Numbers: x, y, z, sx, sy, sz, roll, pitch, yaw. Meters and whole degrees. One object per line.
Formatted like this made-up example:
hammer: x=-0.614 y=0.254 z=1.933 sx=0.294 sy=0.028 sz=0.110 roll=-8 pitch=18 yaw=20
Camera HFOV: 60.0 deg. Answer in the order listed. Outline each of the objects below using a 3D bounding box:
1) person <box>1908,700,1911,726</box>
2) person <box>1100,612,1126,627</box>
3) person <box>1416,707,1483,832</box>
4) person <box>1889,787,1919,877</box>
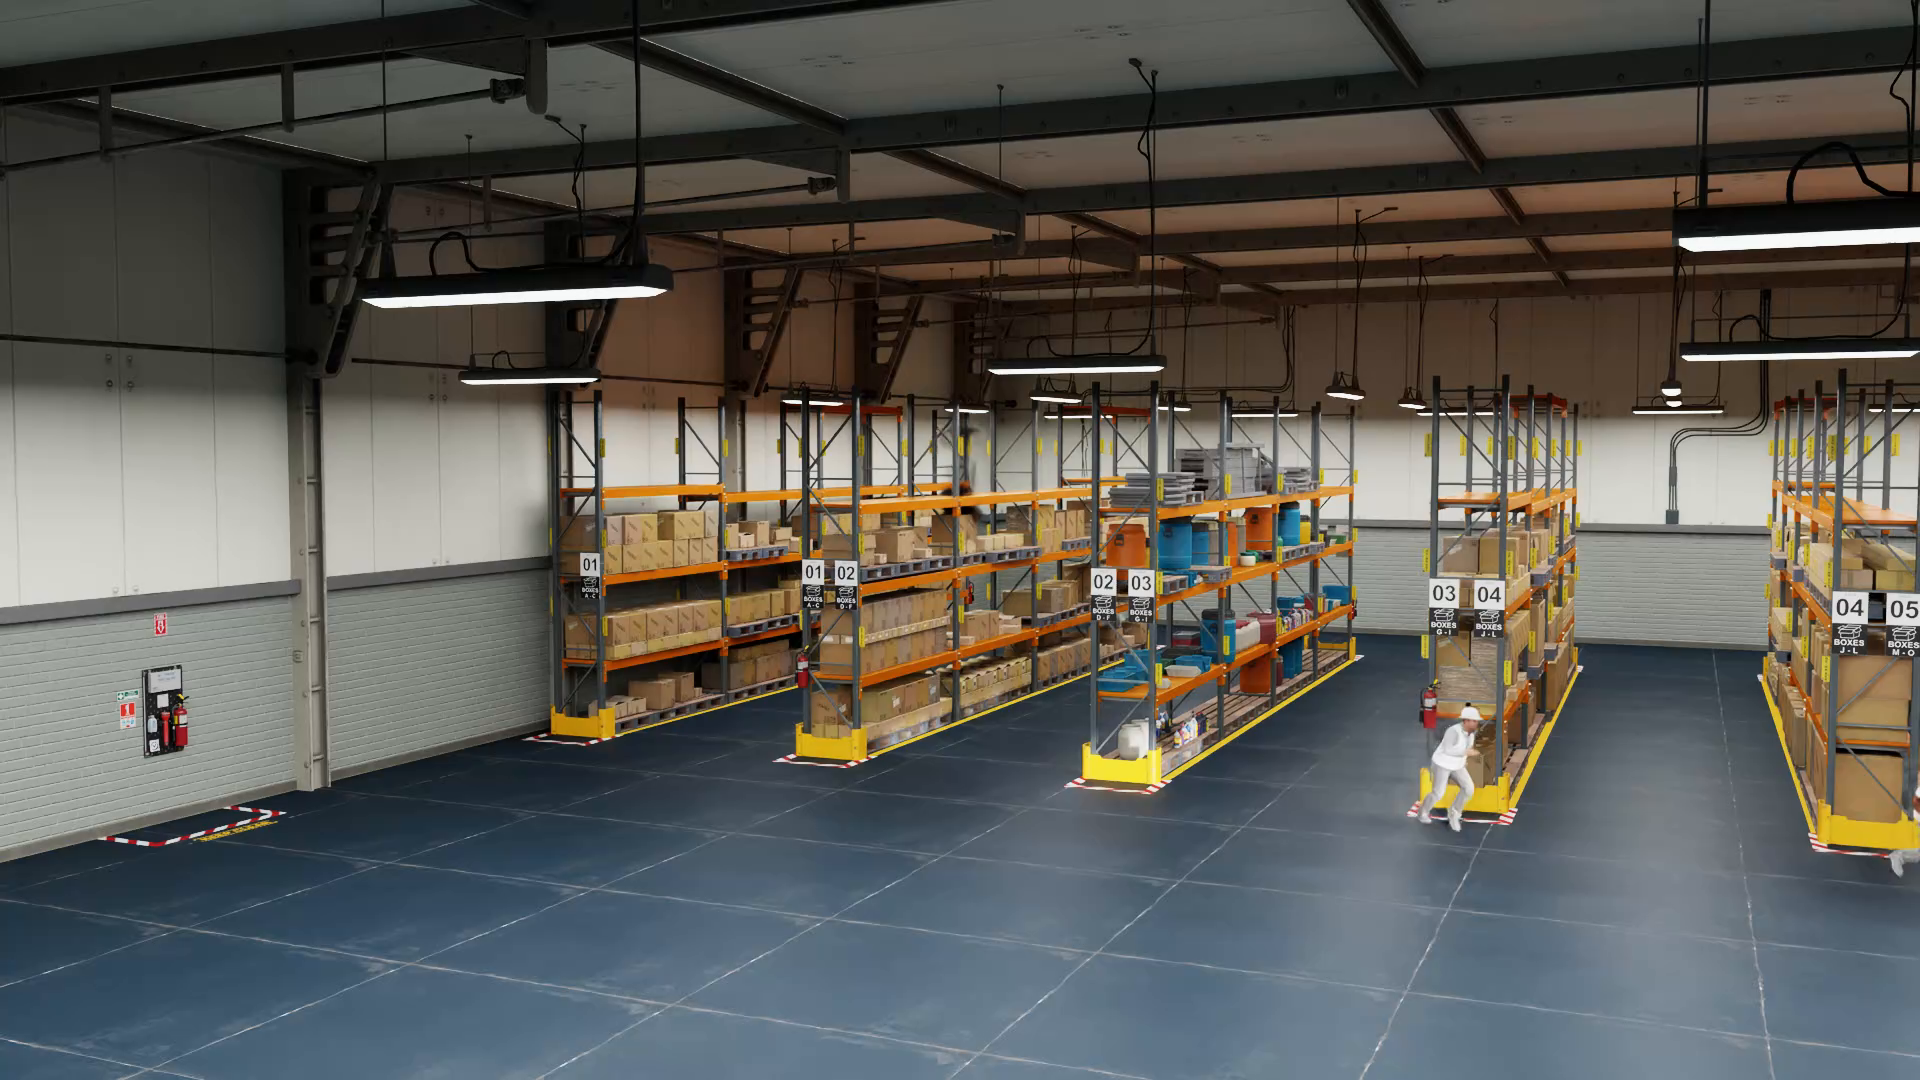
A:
person: x=16.604 y=2.504 z=29.316 sx=0.712 sy=1.745 sz=0.835 roll=1 pitch=3 yaw=12
person: x=3.996 y=1.817 z=42.978 sx=1.078 sy=1.659 sz=0.566 roll=2 pitch=4 yaw=29
person: x=6.439 y=2.987 z=21.795 sx=0.696 sy=1.688 sz=0.975 roll=-2 pitch=4 yaw=-38
person: x=10.939 y=3.188 z=18.692 sx=0.707 sy=1.599 sz=1.071 roll=-1 pitch=3 yaw=-16
